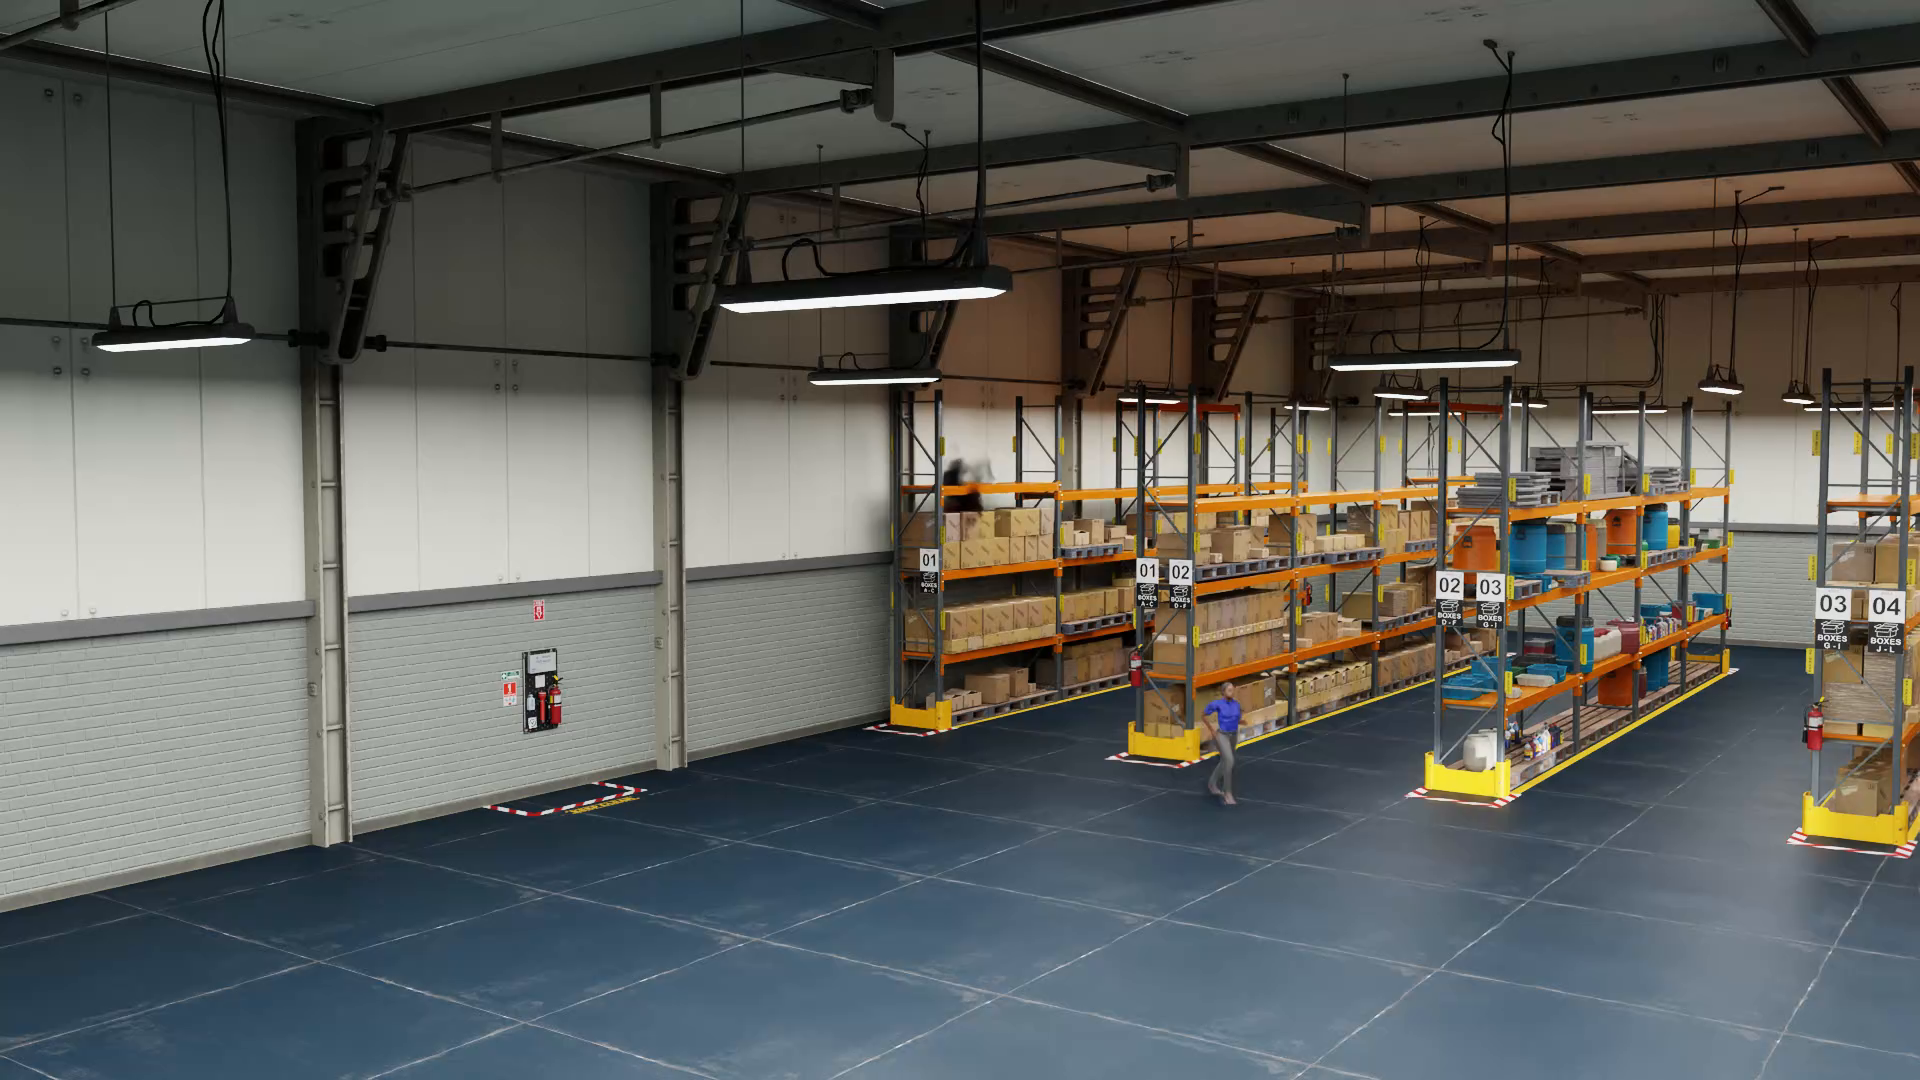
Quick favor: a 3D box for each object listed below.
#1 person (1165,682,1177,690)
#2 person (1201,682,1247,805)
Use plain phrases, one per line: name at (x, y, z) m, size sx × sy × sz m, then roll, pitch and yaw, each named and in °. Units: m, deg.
person at (4.059, 2.384, 31.065) m, size 0.689 × 1.776 × 0.855 m, roll 2°, pitch 4°, yaw 33°
person at (3.751, 2.863, 23.485) m, size 0.558 × 1.721 × 0.770 m, roll -2°, pitch 4°, yaw -34°
